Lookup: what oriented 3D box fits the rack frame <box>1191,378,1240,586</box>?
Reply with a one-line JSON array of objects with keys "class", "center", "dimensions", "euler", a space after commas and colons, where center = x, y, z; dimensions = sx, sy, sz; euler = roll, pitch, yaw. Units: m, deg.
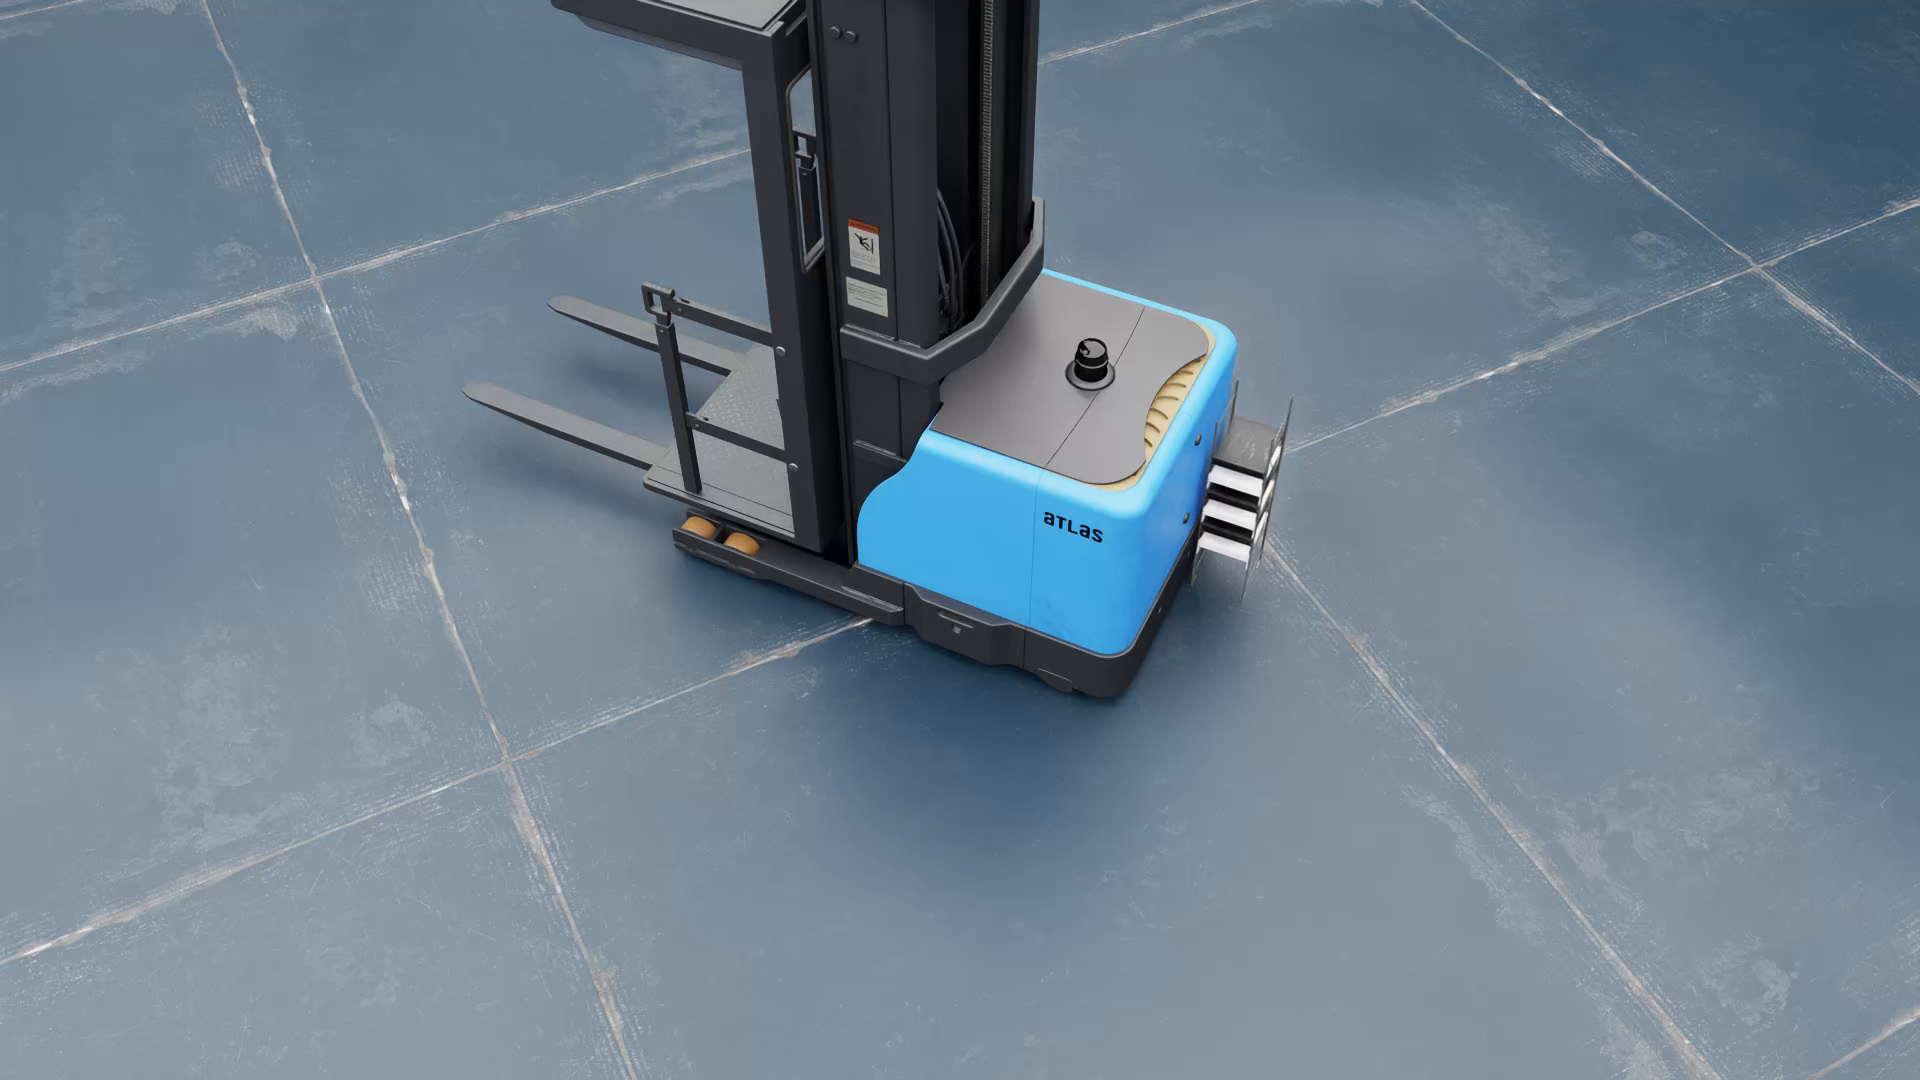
[{"class": "rack frame", "center": [0.950, -0.201, 6.220], "dimensions": [0.006, 0.900, 0.240], "euler": [19, 52, 16]}]

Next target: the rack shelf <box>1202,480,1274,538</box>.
[{"class": "rack shelf", "center": [1.043, -0.147, 6.217], "dimensions": [0.200, 0.077, 0.258], "euler": [19, 52, 16]}]

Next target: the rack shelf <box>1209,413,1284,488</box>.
[{"class": "rack shelf", "center": [1.041, -0.325, 6.014], "dimensions": [0.200, 0.077, 0.258], "euler": [19, 52, 16]}]

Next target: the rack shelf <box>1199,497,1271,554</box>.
[{"class": "rack shelf", "center": [1.043, -0.088, 6.284], "dimensions": [0.200, 0.077, 0.258], "euler": [19, 52, 16]}]

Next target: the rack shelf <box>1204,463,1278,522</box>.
[{"class": "rack shelf", "center": [1.042, -0.206, 6.149], "dimensions": [0.200, 0.077, 0.258], "euler": [19, 52, 16]}]

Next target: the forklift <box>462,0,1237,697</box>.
[{"class": "forklift", "center": [-0.561, -1.169, 5.718], "dimensions": [3.031, 2.935, 1.130], "euler": [20, 52, 17]}]

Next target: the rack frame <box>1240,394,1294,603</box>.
[{"class": "rack frame", "center": [1.135, -0.137, 6.163], "dimensions": [0.006, 0.900, 0.240], "euler": [19, 52, 16]}]

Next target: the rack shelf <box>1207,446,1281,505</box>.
[{"class": "rack shelf", "center": [1.042, -0.266, 6.082], "dimensions": [0.200, 0.077, 0.258], "euler": [19, 52, 16]}]

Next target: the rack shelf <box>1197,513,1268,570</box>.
[{"class": "rack shelf", "center": [1.044, -0.028, 6.352], "dimensions": [0.200, 0.077, 0.258], "euler": [19, 52, 16]}]

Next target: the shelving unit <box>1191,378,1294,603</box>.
[{"class": "shelving unit", "center": [1.042, -0.169, 6.192], "dimensions": [0.210, 0.900, 0.258], "euler": [19, 52, 16]}]
